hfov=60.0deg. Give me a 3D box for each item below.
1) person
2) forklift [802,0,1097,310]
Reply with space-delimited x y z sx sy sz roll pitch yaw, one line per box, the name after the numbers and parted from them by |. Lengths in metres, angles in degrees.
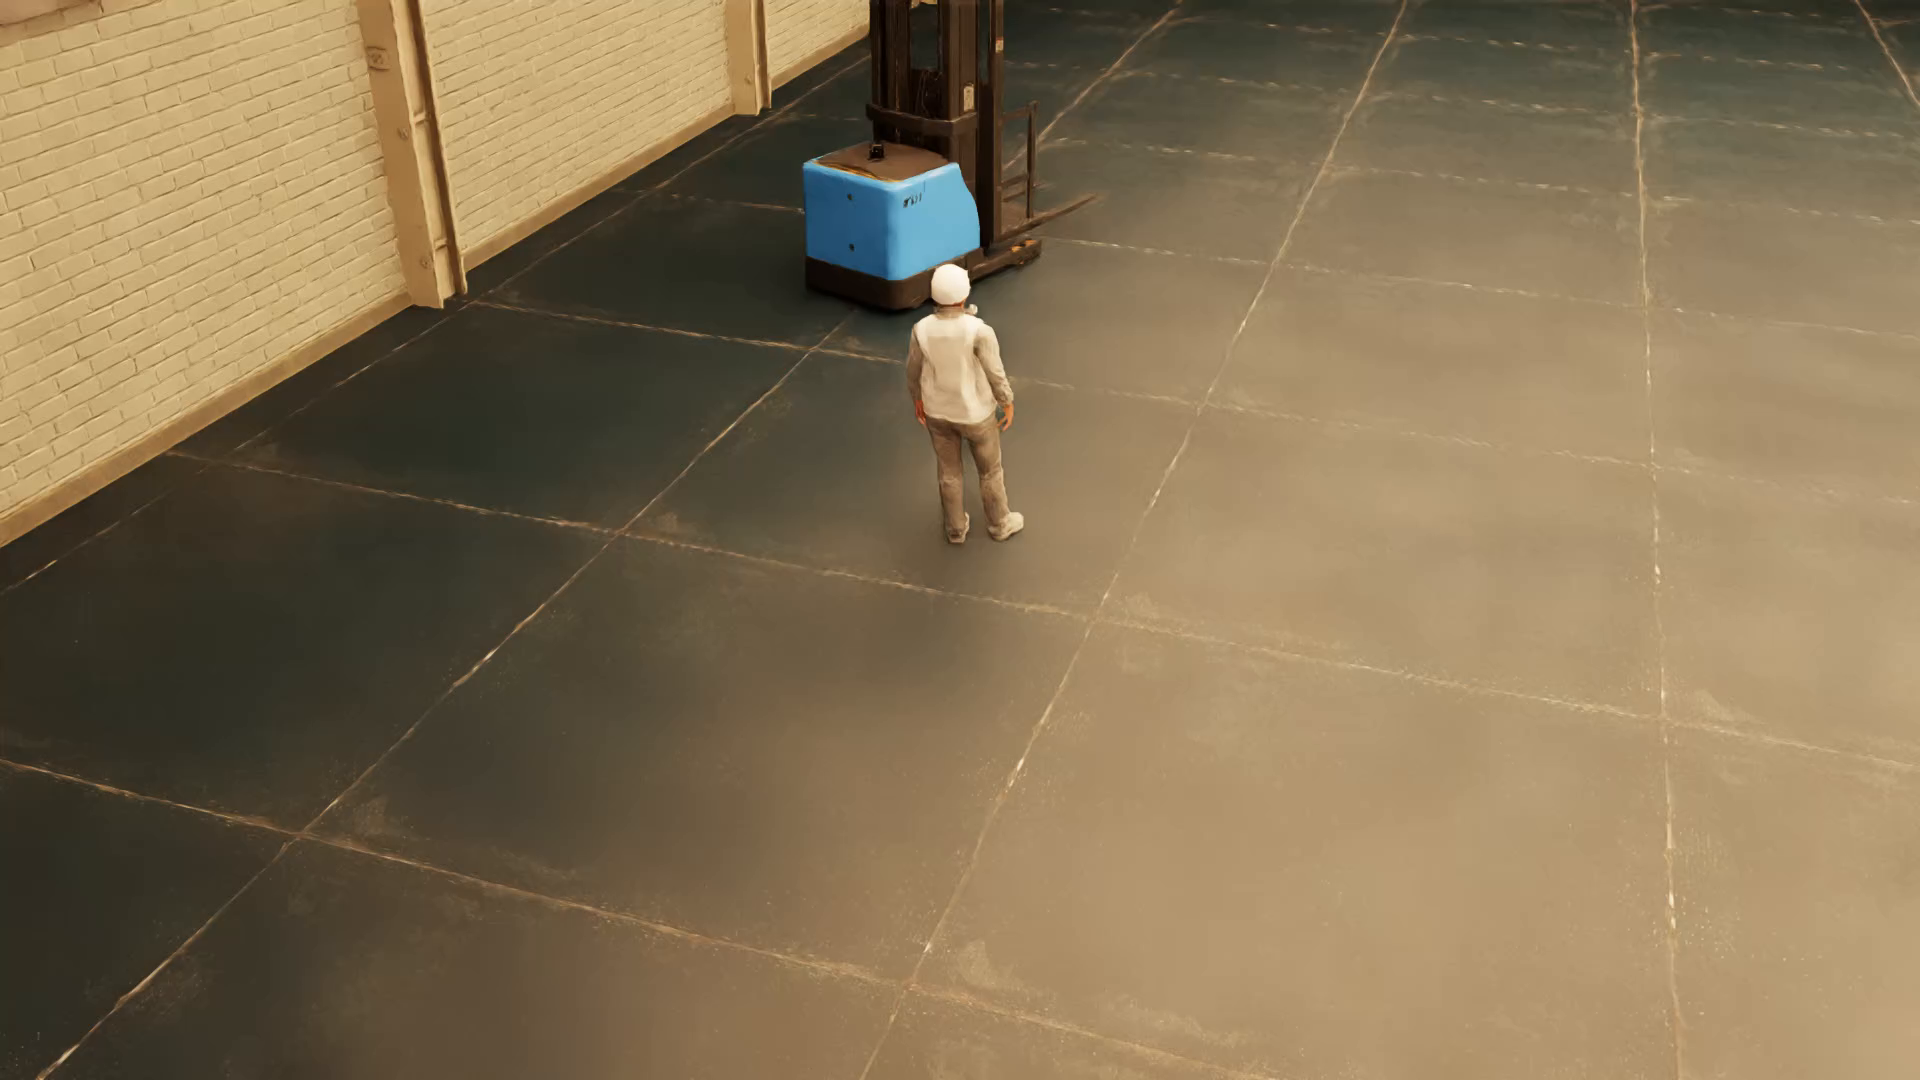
0.028 -0.805 9.702 0.632 1.773 0.567 10 31 16 | person
0.046 -3.757 13.727 1.130 2.935 3.031 22 36 33 | forklift
